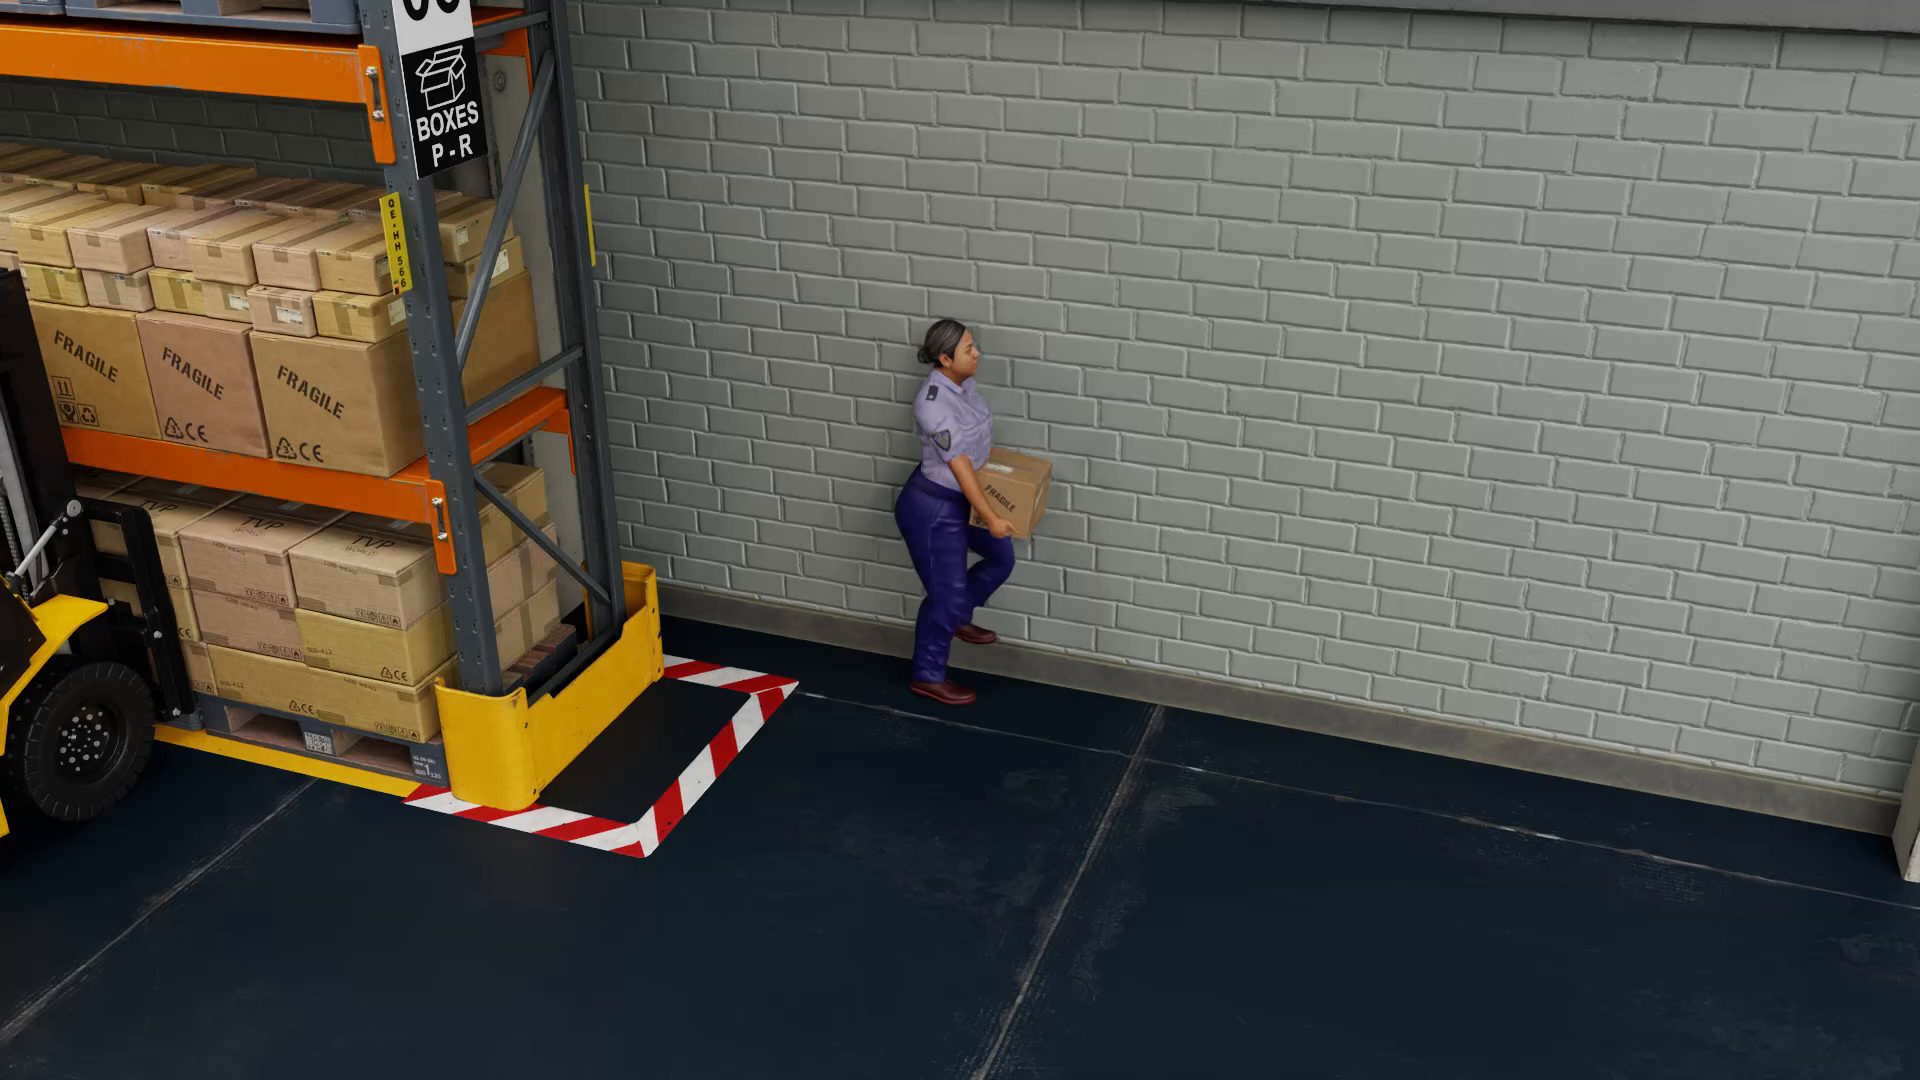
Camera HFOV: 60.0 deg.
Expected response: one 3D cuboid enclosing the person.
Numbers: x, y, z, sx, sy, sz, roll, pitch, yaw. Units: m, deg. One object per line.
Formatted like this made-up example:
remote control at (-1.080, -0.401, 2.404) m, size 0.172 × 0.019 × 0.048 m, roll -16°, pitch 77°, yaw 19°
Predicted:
person at (0.028, -0.117, 6.904) m, size 0.539 × 1.628 × 0.458 m, roll 8°, pitch 27°, yaw 17°
